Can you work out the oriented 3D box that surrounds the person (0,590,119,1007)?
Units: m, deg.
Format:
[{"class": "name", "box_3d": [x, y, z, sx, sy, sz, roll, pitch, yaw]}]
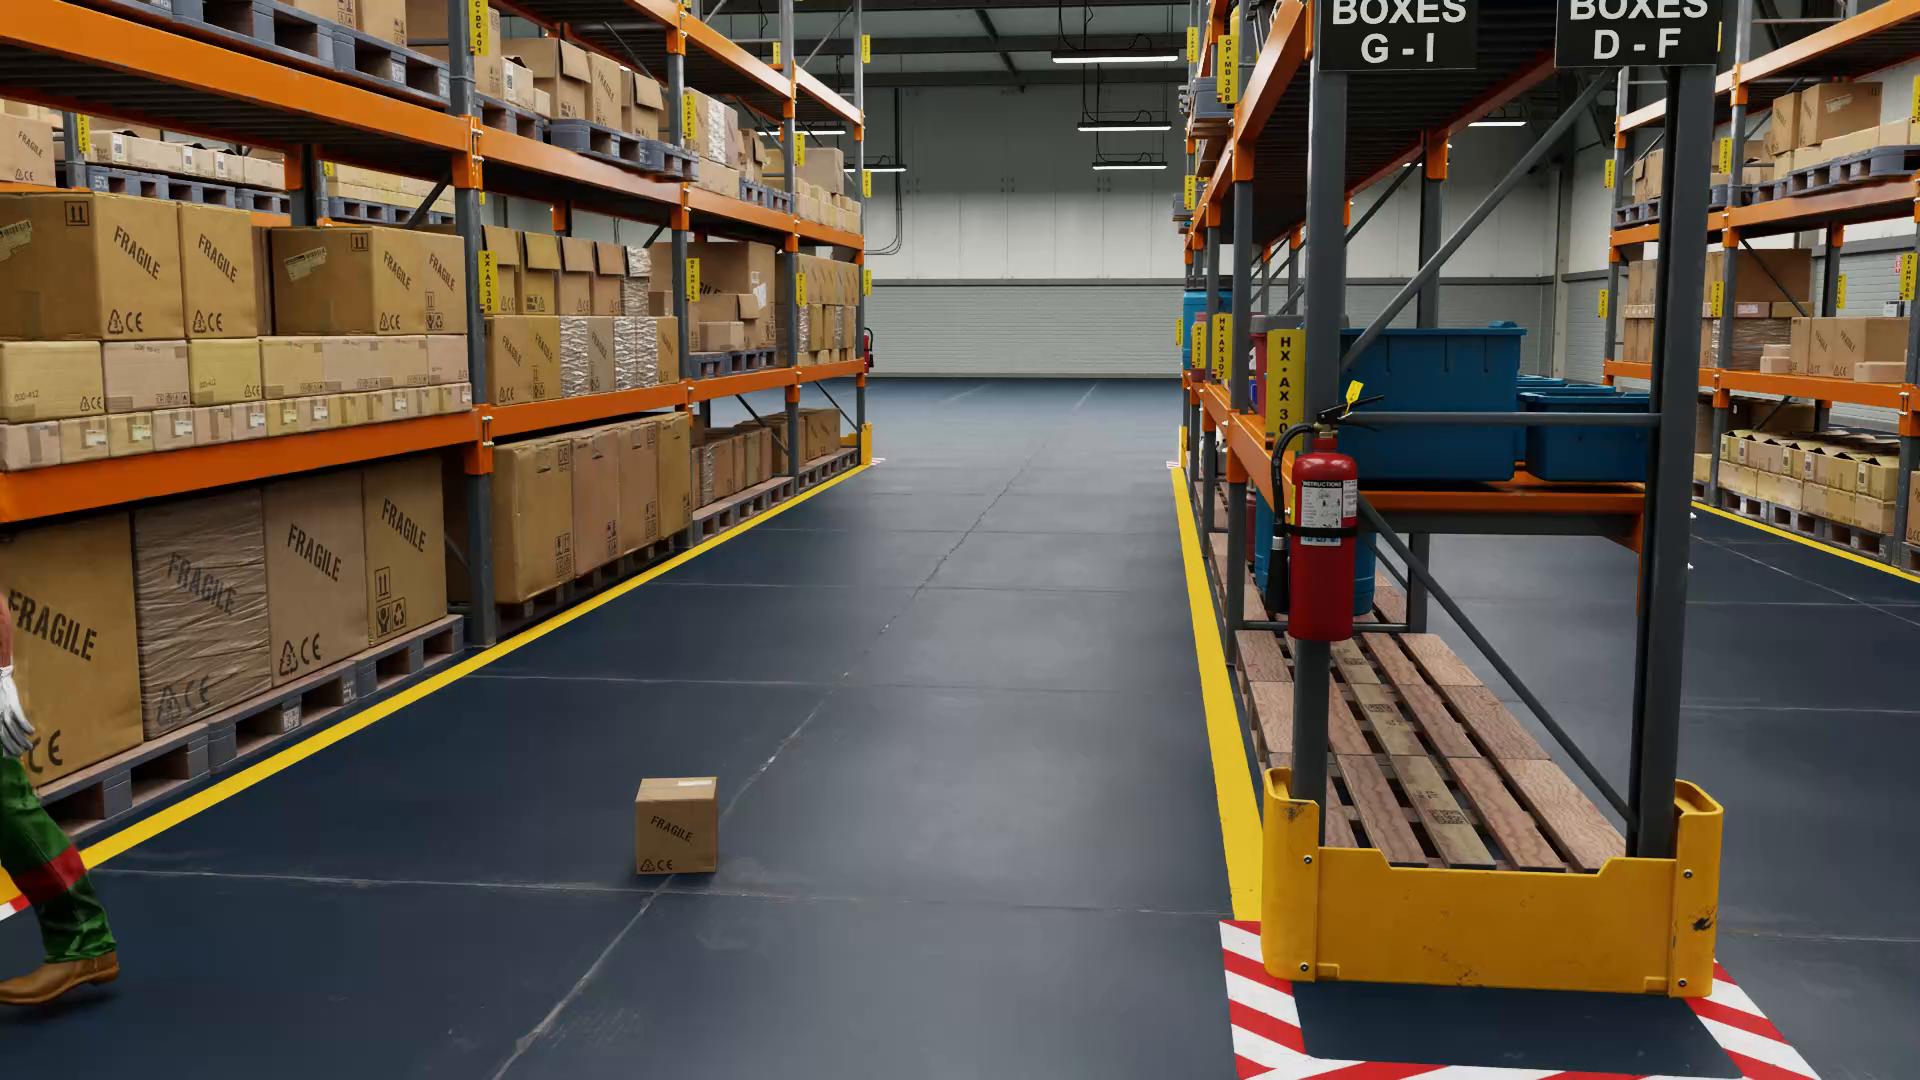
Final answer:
[{"class": "person", "box_3d": [-2.597, 0.333, 4.027, 0.915, 1.744, 0.614, -5, 9, -33]}]
